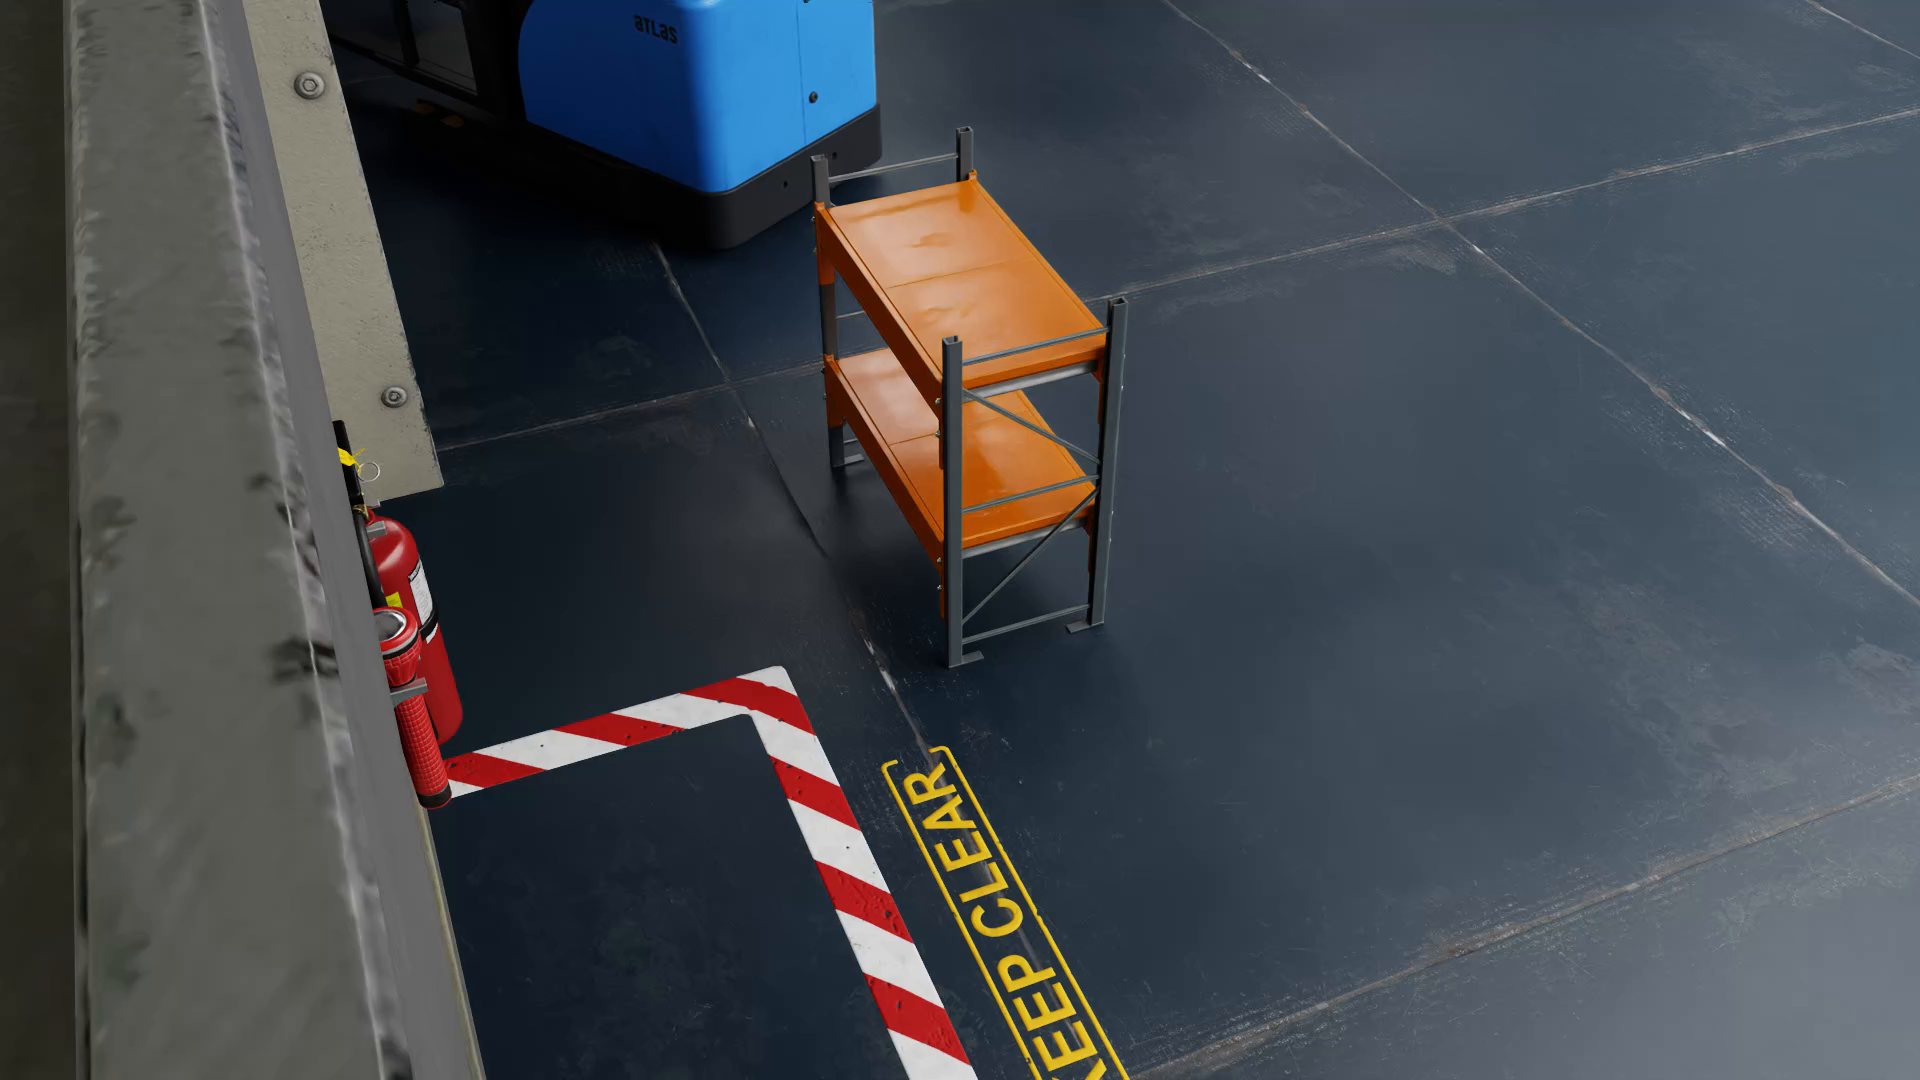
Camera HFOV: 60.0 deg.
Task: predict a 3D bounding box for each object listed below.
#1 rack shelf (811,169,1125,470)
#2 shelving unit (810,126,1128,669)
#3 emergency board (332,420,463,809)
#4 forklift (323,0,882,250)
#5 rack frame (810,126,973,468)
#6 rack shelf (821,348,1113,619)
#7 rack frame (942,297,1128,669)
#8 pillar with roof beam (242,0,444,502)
[{"bbox_3d":[-0.003,-0.652,4.697,0.538,0.278,1.000,-15,43,-17],"label":"rack shelf"},{"bbox_3d":[-0.003,-0.431,4.888,0.538,1.125,1.048,-15,43,-17],"label":"shelving unit"},{"bbox_3d":[-1.000,0.102,2.831,0.194,1.169,0.643,-15,43,-17],"label":"emergency board"},{"bbox_3d":[-1.814,-3.019,6.513,3.031,2.935,1.130,26,47,27],"label":"forklift"},{"bbox_3d":[-0.197,-0.737,5.244,0.500,1.125,0.032,-15,43,-17],"label":"rack frame"},{"bbox_3d":[-0.003,-0.245,5.047,0.538,0.278,1.000,-15,43,-17],"label":"rack shelf"},{"bbox_3d":[0.192,-0.124,4.532,0.500,1.125,0.032,-15,43,-17],"label":"rack frame"},{"bbox_3d":[2.067,-4.745,3.866,9.100,9.000,0.400,-15,43,-17],"label":"pillar with roof beam"}]
